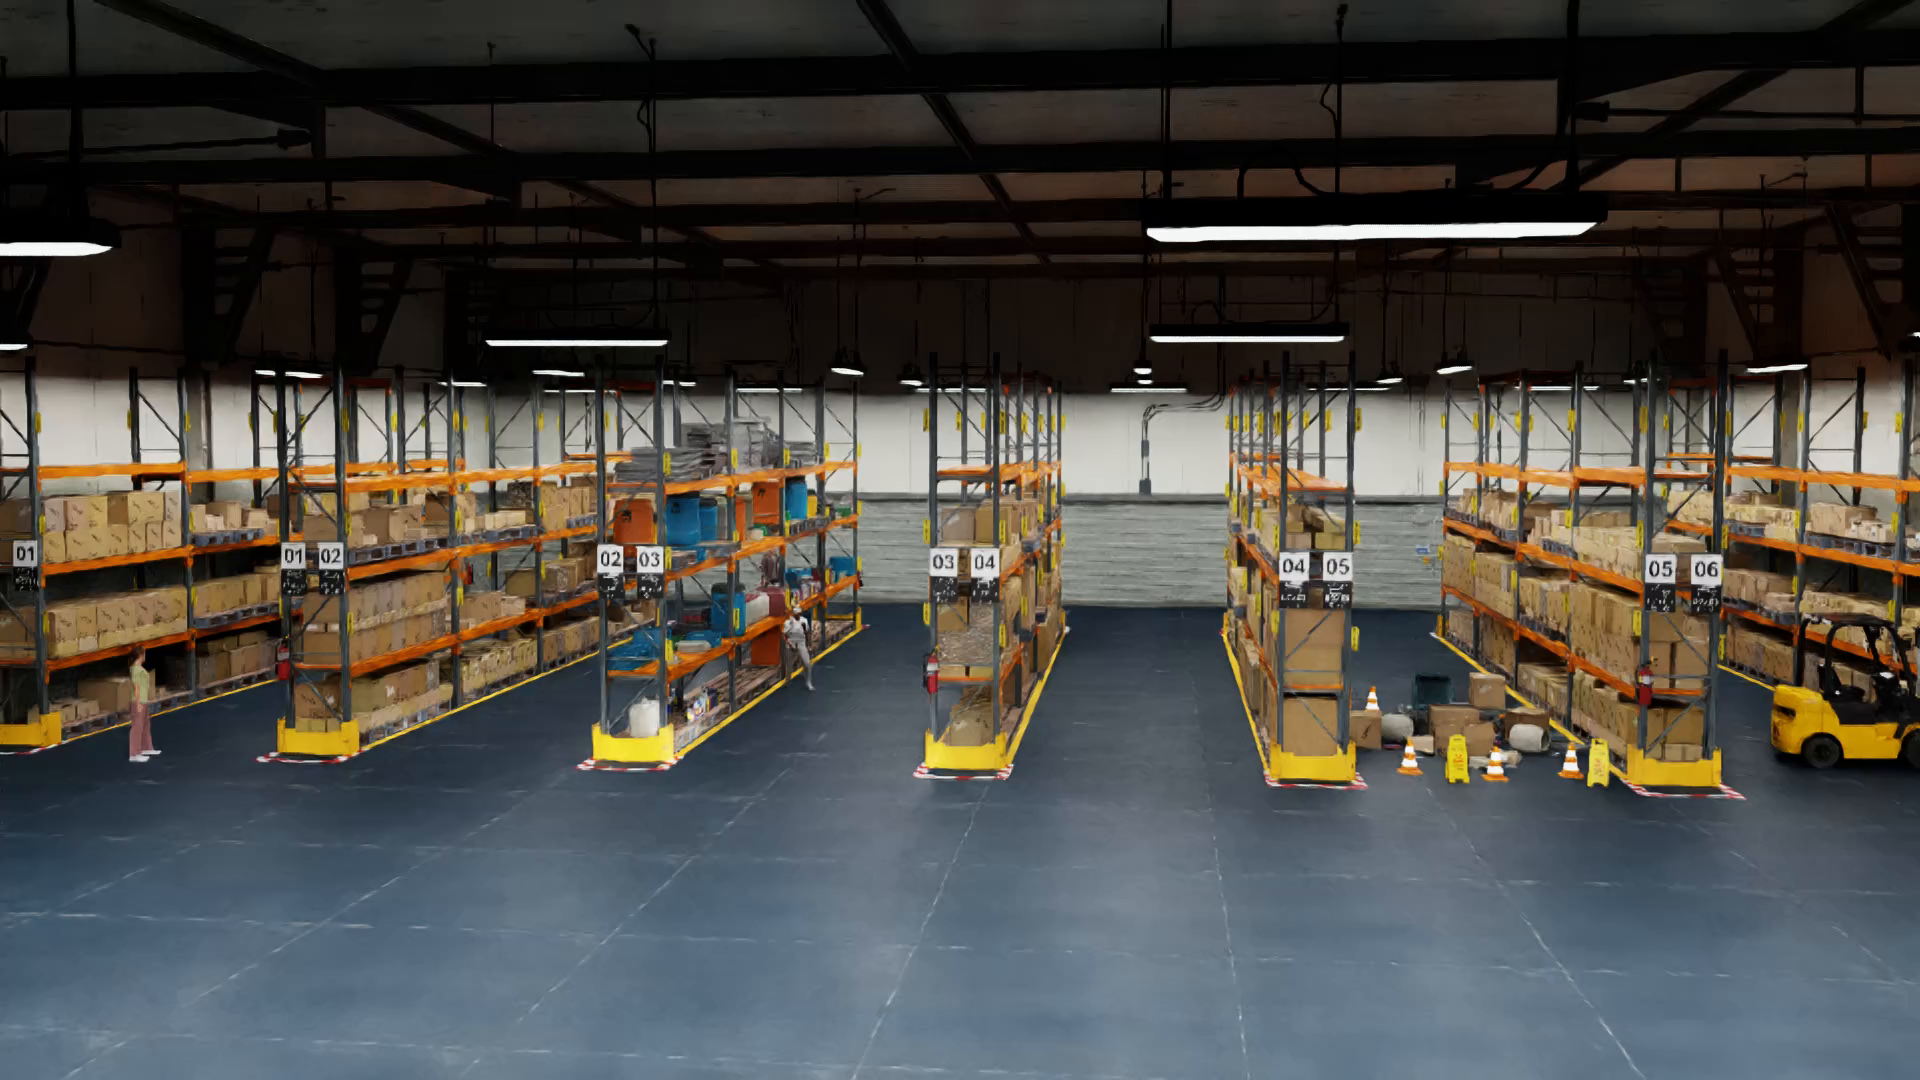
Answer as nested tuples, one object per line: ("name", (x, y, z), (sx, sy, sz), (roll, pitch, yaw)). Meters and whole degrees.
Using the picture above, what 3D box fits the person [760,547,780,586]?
("person", (-5.145, 1.119, 44.279), (0.765, 1.516, 0.492), (-3, 5, -35))

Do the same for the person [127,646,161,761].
("person", (-12.129, 2.407, 24.686), (0.432, 1.677, 0.499), (-2, 4, -23))

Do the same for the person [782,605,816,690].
("person", (-3.038, 1.988, 31.145), (0.621, 1.606, 0.828), (-1, 4, -10))

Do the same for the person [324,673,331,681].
("person", (-10.867, 2.180, 28.995), (0.415, 1.517, 1.041), (0, 4, 4))
